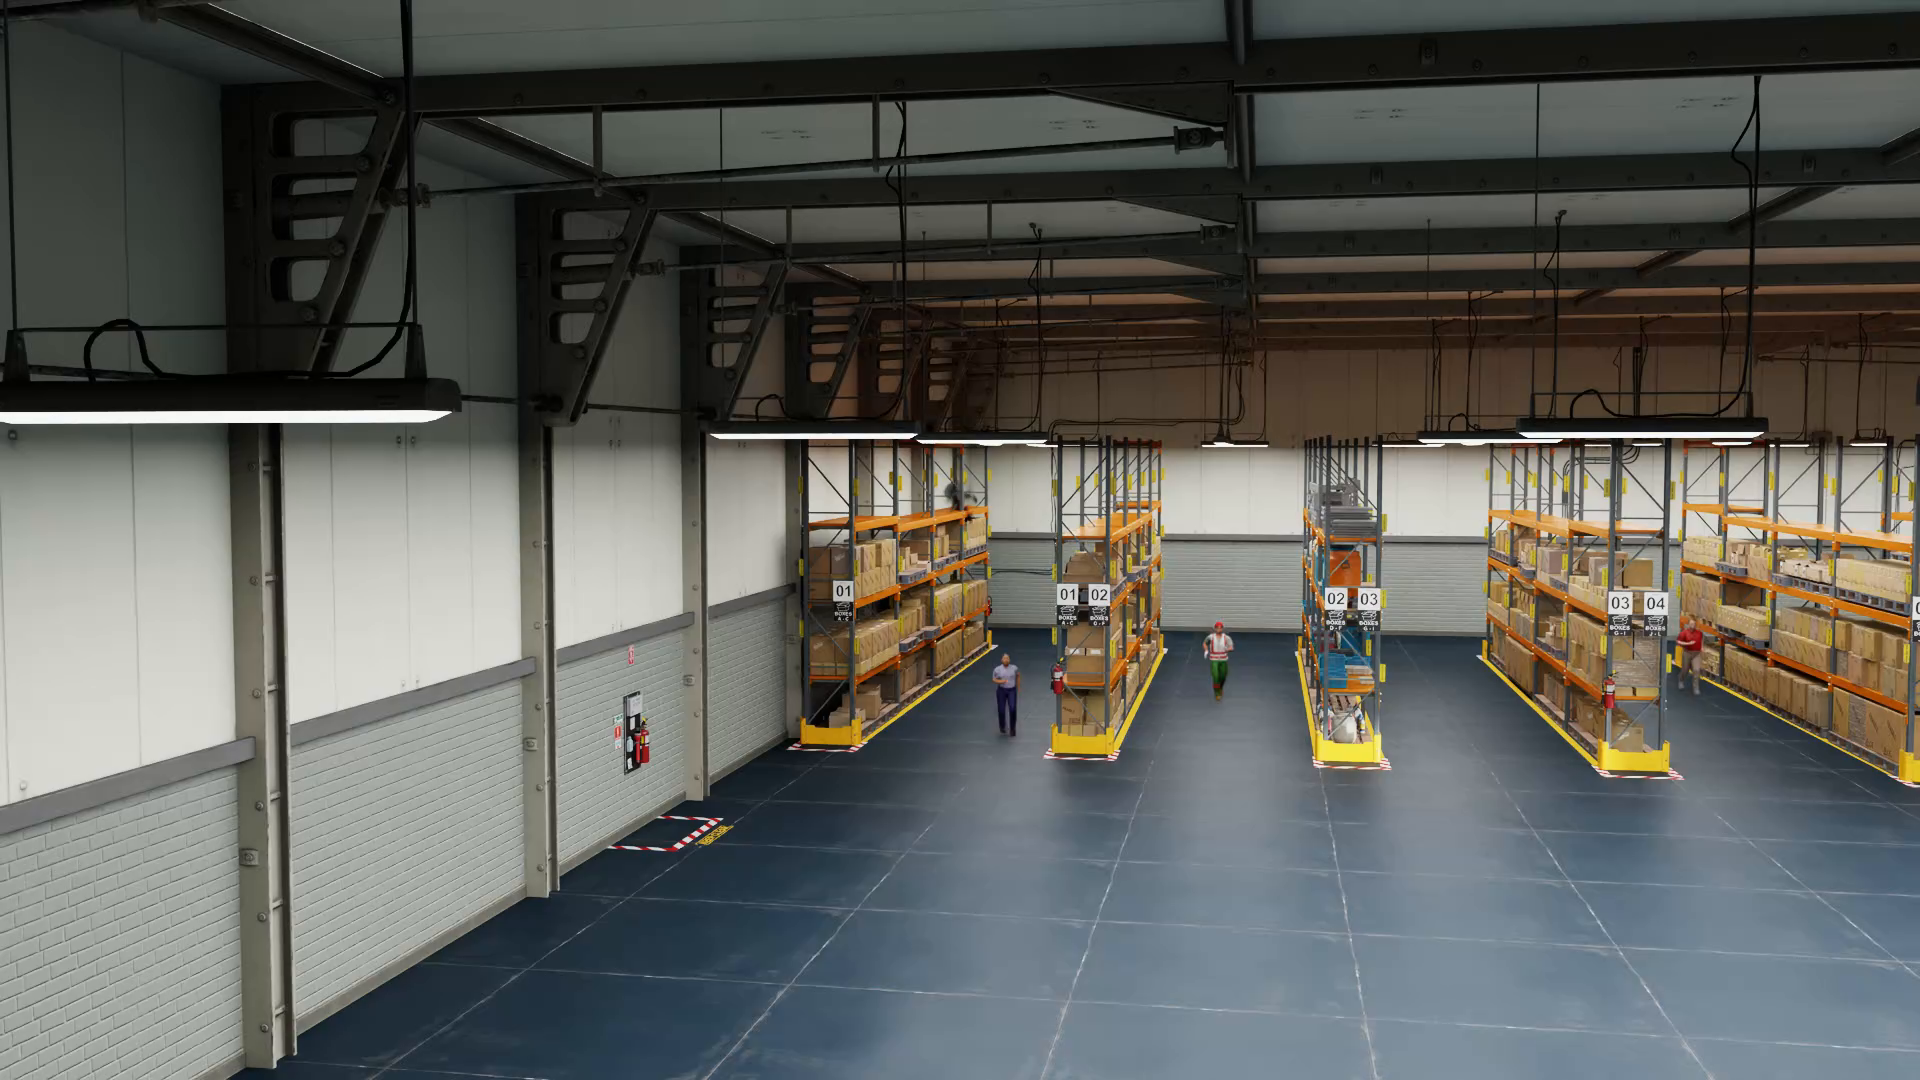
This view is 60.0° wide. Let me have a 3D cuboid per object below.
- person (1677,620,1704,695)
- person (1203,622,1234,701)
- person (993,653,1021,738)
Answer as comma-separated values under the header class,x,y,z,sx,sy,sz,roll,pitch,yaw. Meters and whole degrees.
class,x,y,z,sx,sy,sz,roll,pitch,yaw
person,17.176,2.726,39.097,0.682,1.720,0.949,0,3,3
person,5.916,2.750,38.009,0.661,1.765,1.002,0,3,2
person,0.938,3.109,33.297,0.576,1.694,0.716,0,3,0
